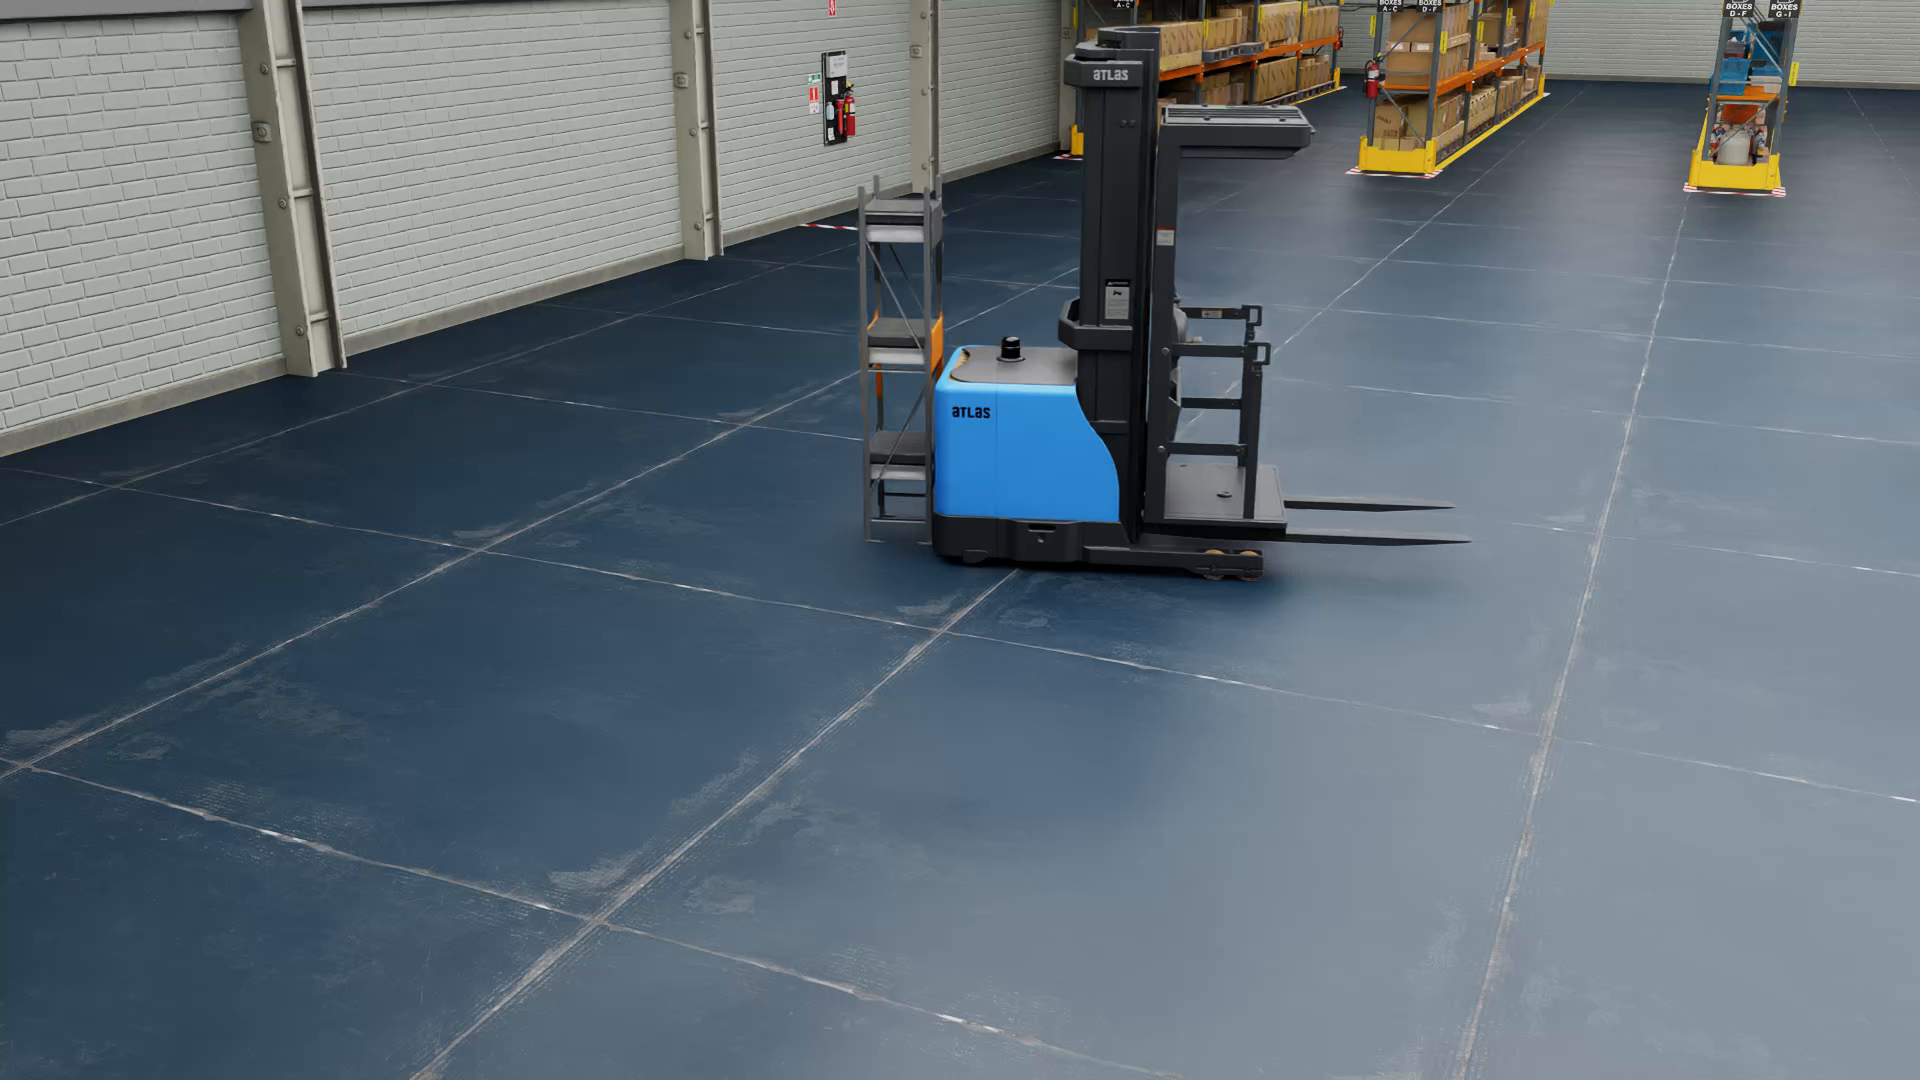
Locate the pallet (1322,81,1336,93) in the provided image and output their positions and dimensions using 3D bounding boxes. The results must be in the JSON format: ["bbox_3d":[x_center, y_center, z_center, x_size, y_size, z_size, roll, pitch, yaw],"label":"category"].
[{"bbox_3d":[8.757,-11.334,41.524,1.003,0.211,1.213,9,21,23],"label":"pallet"}]

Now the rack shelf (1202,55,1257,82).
[{"bbox_3d":[4.918,-9.507,33.299,1.077,0.370,4.000,9,21,23],"label":"rack shelf"}]

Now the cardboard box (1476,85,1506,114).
[{"bbox_3d":[10.705,-8.909,33.616,0.500,0.500,0.500,10,22,25],"label":"cardboard box"}]

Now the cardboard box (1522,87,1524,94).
[{"bbox_3d":[12.610,-10.239,37.854,0.380,0.166,0.250,9,21,23],"label":"cardboard box"}]

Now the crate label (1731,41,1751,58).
[{"bbox_3d":[14.122,-8.848,30.320,0.502,0.435,0.616,9,21,23],"label":"crate label"}]

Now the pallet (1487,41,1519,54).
[{"bbox_3d":[11.050,-10.284,34.695,1.003,0.211,1.213,9,21,23],"label":"pallet"}]

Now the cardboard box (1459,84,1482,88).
[{"bbox_3d":[10.427,-9.127,34.229,0.500,0.500,0.500,9,22,25],"label":"cardboard box"}]

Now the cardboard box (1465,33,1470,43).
[{"bbox_3d":[8.704,-8.796,29.109,0.380,0.149,0.250,9,21,23],"label":"cardboard box"}]

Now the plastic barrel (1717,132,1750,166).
[{"bbox_3d":[11.699,-5.890,25.140,0.421,0.512,0.421,0,20,0],"label":"plastic barrel"}]

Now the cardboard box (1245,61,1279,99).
[{"bbox_3d":[6.522,-10.116,36.520,0.750,0.750,0.750,8,21,22],"label":"cardboard box"}]

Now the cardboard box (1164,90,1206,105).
[{"bbox_3d":[4.385,-8.492,32.444,0.700,0.500,0.500,9,22,25],"label":"cardboard box"}]

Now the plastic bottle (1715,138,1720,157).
[{"bbox_3d":[12.077,-6.261,26.493,0.061,0.283,0.133,9,21,23],"label":"plastic bottle"}]

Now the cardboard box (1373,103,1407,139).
[{"bbox_3d":[6.930,-6.794,26.954,0.500,0.500,0.500,9,21,23],"label":"cardboard box"}]

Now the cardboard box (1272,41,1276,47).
[{"bbox_3d":[6.701,-10.888,36.453,0.380,0.149,0.250,9,21,23],"label":"cardboard box"}]

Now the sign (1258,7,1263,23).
[{"bbox_3d":[6.236,-10.894,34.516,0.100,0.325,0.005,9,21,23],"label":"sign"}]

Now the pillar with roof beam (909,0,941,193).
[{"bbox_3d":[3.429,-8.746,21.133,9.100,9.000,0.400,9,21,23],"label":"pillar with roof beam"}]

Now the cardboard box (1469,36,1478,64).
[{"bbox_3d":[9.370,-9.150,31.072,0.500,0.500,0.500,9,21,23],"label":"cardboard box"}]

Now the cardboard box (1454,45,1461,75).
[{"bbox_3d":[8.234,-8.305,28.695,0.700,0.500,0.500,8,21,22],"label":"cardboard box"}]

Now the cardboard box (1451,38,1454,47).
[{"bbox_3d":[7.969,-8.246,27.563,0.380,0.149,0.250,9,21,23],"label":"cardboard box"}]

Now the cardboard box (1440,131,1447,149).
[{"bbox_3d":[7.811,-6.675,27.739,0.500,0.250,0.500,9,21,23],"label":"cardboard box"}]

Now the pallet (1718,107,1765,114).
[{"bbox_3d":[16.059,-8.777,34.334,1.003,0.211,1.213,9,21,23],"label":"pallet"}]

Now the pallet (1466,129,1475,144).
[{"bbox_3d":[8.886,-7.473,30.667,1.003,0.211,1.213,9,21,23],"label":"pallet"}]

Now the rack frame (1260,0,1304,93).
[{"bbox_3d":[7.375,-11.680,38.336,1.000,3.000,0.127,9,21,23],"label":"rack frame"}]

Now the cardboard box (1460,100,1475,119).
[{"bbox_3d":[9.016,-7.815,30.107,0.500,0.311,0.500,9,21,23],"label":"cardboard box"}]

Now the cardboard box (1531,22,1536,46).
[{"bbox_3d":[12.560,-11.324,37.185,0.500,0.500,0.500,9,21,24],"label":"cardboard box"}]

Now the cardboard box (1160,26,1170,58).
[{"bbox_3d":[3.360,-8.716,29.074,0.500,0.500,0.500,8,21,21],"label":"cardboard box"}]

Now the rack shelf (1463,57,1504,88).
[{"bbox_3d":[9.439,-8.829,31.391,1.077,0.370,4.000,9,21,23],"label":"rack shelf"}]

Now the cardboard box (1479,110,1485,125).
[{"bbox_3d":[9.640,-8.018,31.515,0.500,0.250,0.500,9,21,24],"label":"cardboard box"}]

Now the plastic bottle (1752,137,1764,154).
[{"bbox_3d":[12.856,-6.357,26.774,0.152,0.276,0.135,9,21,24],"label":"plastic bottle"}]

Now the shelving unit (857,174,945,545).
[{"bbox_3d":[-0.336,-1.050,9.789,0.431,2.100,0.503,2,20,7],"label":"shelving unit"}]

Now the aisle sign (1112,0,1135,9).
[{"bbox_3d":[2.705,-9.174,27.408,0.394,0.787,0.004,9,21,23],"label":"aisle sign"}]

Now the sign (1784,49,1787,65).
[{"bbox_3d":[13.635,-7.927,27.369,0.100,0.325,0.005,9,21,23],"label":"sign"}]

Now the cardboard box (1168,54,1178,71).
[{"bbox_3d":[3.573,-8.526,29.661,0.500,0.250,0.500,9,21,23],"label":"cardboard box"}]

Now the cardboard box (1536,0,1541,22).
[{"bbox_3d":[12.767,-11.940,37.425,0.500,0.500,0.500,8,21,21],"label":"cardboard box"}]

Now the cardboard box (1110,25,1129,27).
[{"bbox_3d":[2.883,-8.789,29.279,0.500,0.500,0.500,8,21,21],"label":"cardboard box"}]

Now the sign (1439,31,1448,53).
[{"bbox_3d":[7.486,-7.701,25.735,0.100,0.325,0.005,9,21,23],"label":"sign"}]

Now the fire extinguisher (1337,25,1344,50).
[{"bbox_3d":[9.496,-12.674,41.801,0.296,0.674,0.183,9,21,23],"label":"fire extinguisher"}]

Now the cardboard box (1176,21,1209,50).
[{"bbox_3d":[4.339,-9.640,31.793,0.700,0.500,0.500,9,21,23],"label":"cardboard box"}]

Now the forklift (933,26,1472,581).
[{"bbox_3d":[1.400,-1.339,9.360,3.031,2.935,1.130,2,20,7],"label":"forklift"}]

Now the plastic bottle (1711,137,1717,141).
[{"bbox_3d":[12.037,-6.314,26.655,0.152,0.276,0.135,8,21,21],"label":"plastic bottle"}]

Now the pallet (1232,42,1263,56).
[{"bbox_3d":[5.542,-10.135,34.276,1.213,0.211,1.003,9,21,23],"label":"pallet"}]

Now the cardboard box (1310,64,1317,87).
[{"bbox_3d":[8.196,-11.225,40.159,0.700,0.500,0.500,9,22,24],"label":"cardboard box"}]

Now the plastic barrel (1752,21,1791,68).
[{"bbox_3d":[13.572,-8.188,27.768,0.600,0.901,0.708,9,21,23],"label":"plastic barrel"}]

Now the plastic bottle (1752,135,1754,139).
[{"bbox_3d":[12.822,-6.415,26.929,0.061,0.283,0.133,9,21,23],"label":"plastic bottle"}]

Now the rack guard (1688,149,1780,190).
[{"bbox_3d":[11.488,-5.505,24.701,1.175,0.500,0.348,9,21,23],"label":"rack guard"}]

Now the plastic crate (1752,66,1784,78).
[{"bbox_3d":[12.932,-7.430,26.606,0.499,0.251,0.616,9,21,23],"label":"plastic crate"}]

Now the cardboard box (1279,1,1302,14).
[{"bbox_3d":[7.417,-12.053,37.640,0.500,0.250,0.500,9,22,24],"label":"cardboard box"}]

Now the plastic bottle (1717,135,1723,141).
[{"bbox_3d":[12.322,-6.409,26.923,0.152,0.276,0.135,9,21,23],"label":"plastic bottle"}]

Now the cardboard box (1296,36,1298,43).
[{"bbox_3d":[7.495,-11.429,37.975,0.380,0.149,0.250,9,21,23],"label":"cardboard box"}]

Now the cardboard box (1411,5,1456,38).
[{"bbox_3d":[7.827,-8.618,27.639,0.700,0.500,0.500,9,21,23],"label":"cardboard box"}]

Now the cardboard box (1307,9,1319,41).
[{"bbox_3d":[7.916,-12.208,39.371,0.980,0.700,0.700,8,21,21],"label":"cardboard box"}]

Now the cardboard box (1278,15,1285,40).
[{"bbox_3d":[6.803,-11.238,36.470,0.500,0.500,0.500,9,22,24],"label":"cardboard box"}]

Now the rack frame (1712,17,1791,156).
[{"bbox_3d":[13.137,-7.875,27.637,1.000,3.000,0.127,9,21,23],"label":"rack frame"}]
